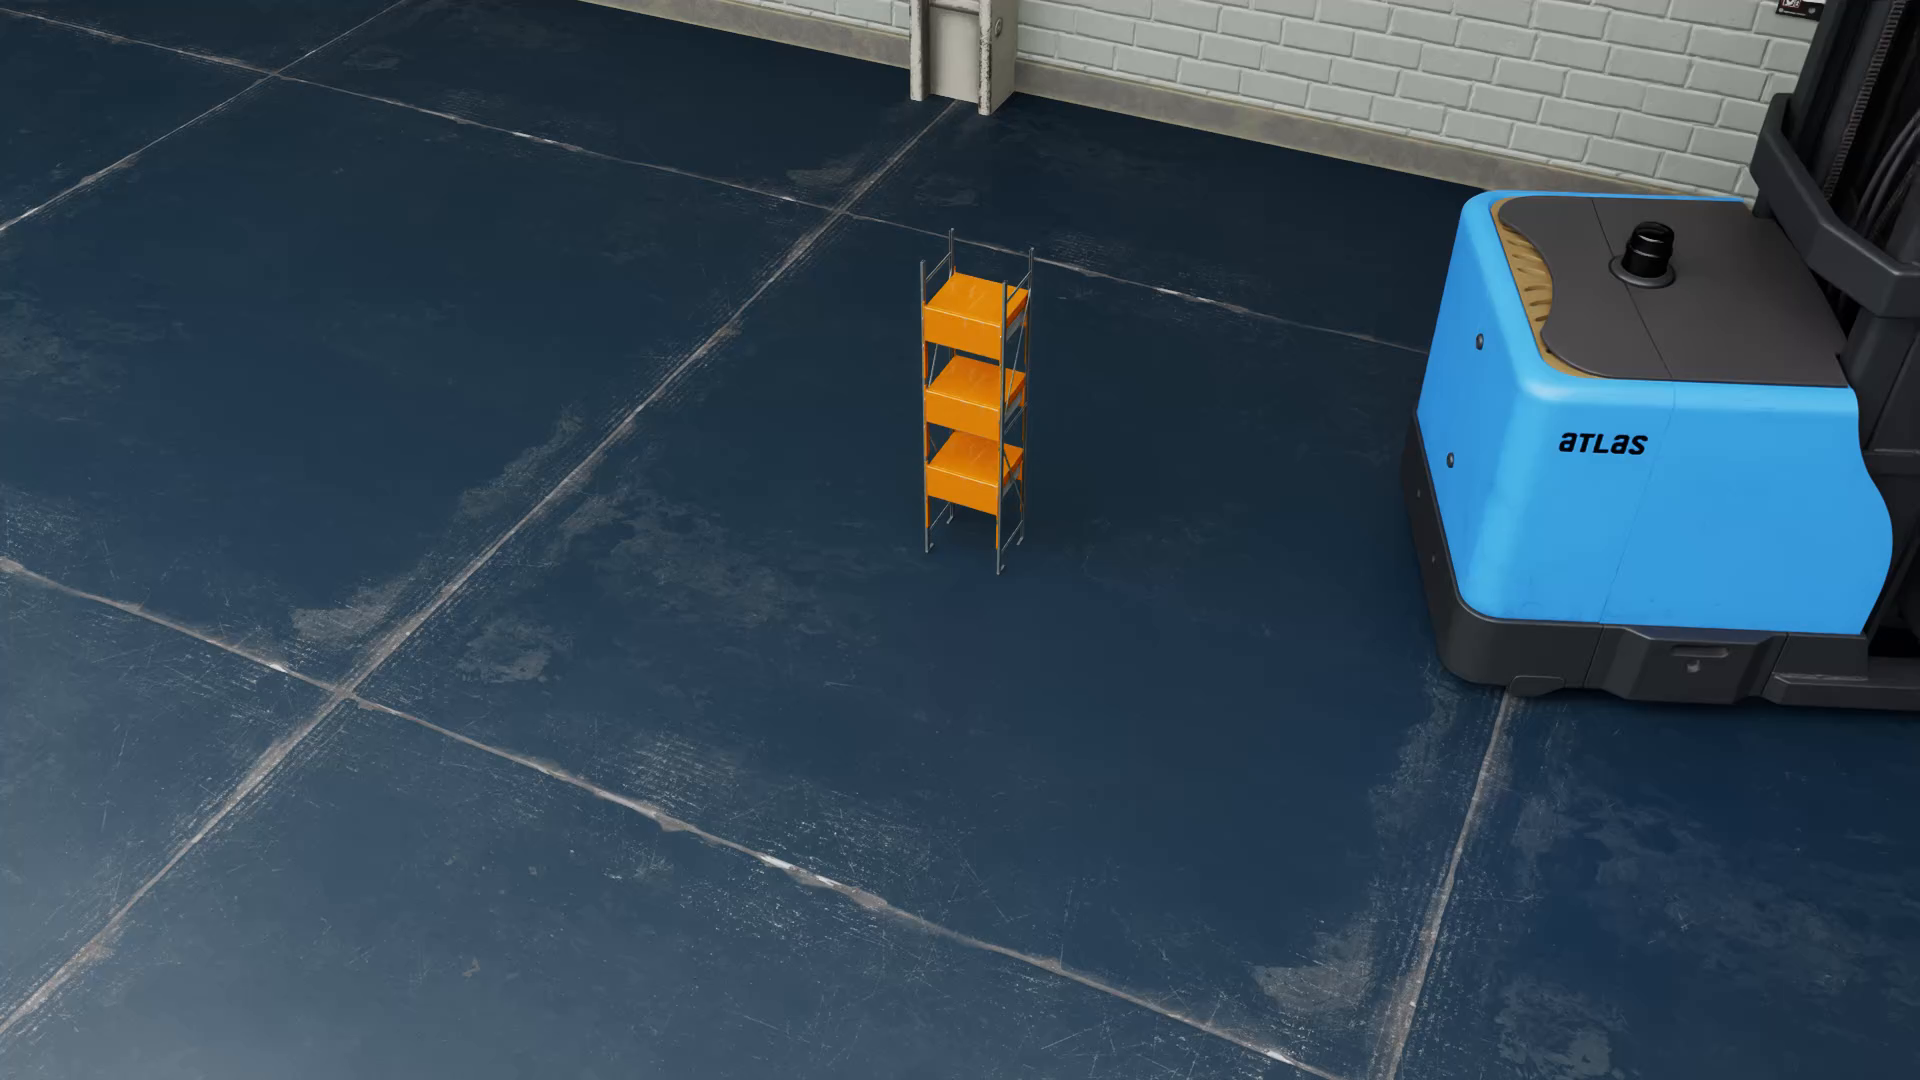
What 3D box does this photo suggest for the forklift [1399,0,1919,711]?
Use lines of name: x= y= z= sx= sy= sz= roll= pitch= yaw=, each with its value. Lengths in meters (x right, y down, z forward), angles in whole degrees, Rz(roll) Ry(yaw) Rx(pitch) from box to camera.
forklift: x=2.910 y=-0.932 z=4.087 sx=3.031 sy=2.935 sz=1.130 roll=2 pitch=41 yaw=3

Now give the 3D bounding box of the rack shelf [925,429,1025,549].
rack shelf: x=0.048 y=-0.164 z=5.078 sx=0.240 sy=0.259 sz=0.215 roll=17 pitch=44 yaw=19

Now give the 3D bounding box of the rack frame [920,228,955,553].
rack frame: x=-0.062 y=-0.416 z=4.928 sx=0.008 sy=1.050 sz=0.200 roll=17 pitch=44 yaw=19

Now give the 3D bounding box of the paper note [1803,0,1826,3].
paper note: x=3.100 y=-1.980 z=5.917 sx=0.142 sy=0.148 sz=0.016 roll=17 pitch=44 yaw=19

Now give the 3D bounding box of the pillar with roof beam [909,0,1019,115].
pillar with roof beam: x=-1.803 y=-2.890 z=1.713 sx=0.400 sy=9.000 sz=9.100 roll=17 pitch=44 yaw=19

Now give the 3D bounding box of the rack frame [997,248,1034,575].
rack frame: x=0.159 y=-0.348 z=4.850 sx=0.008 sy=1.050 sz=0.200 roll=17 pitch=44 yaw=19

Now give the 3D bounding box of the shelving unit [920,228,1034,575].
shelving unit: x=0.048 y=-0.382 z=4.889 sx=0.252 sy=1.050 sz=0.215 roll=17 pitch=44 yaw=19

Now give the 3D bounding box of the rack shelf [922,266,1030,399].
rack shelf: x=0.048 y=-0.588 z=4.710 sx=0.240 sy=0.259 sz=0.215 roll=17 pitch=44 yaw=19

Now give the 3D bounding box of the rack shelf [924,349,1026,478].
rack shelf: x=0.048 y=-0.374 z=4.896 sx=0.240 sy=0.259 sz=0.215 roll=17 pitch=44 yaw=19

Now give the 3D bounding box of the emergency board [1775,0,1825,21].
emergency board: x=3.231 y=-2.223 z=5.525 sx=0.643 sy=1.169 sz=0.194 roll=17 pitch=44 yaw=19
